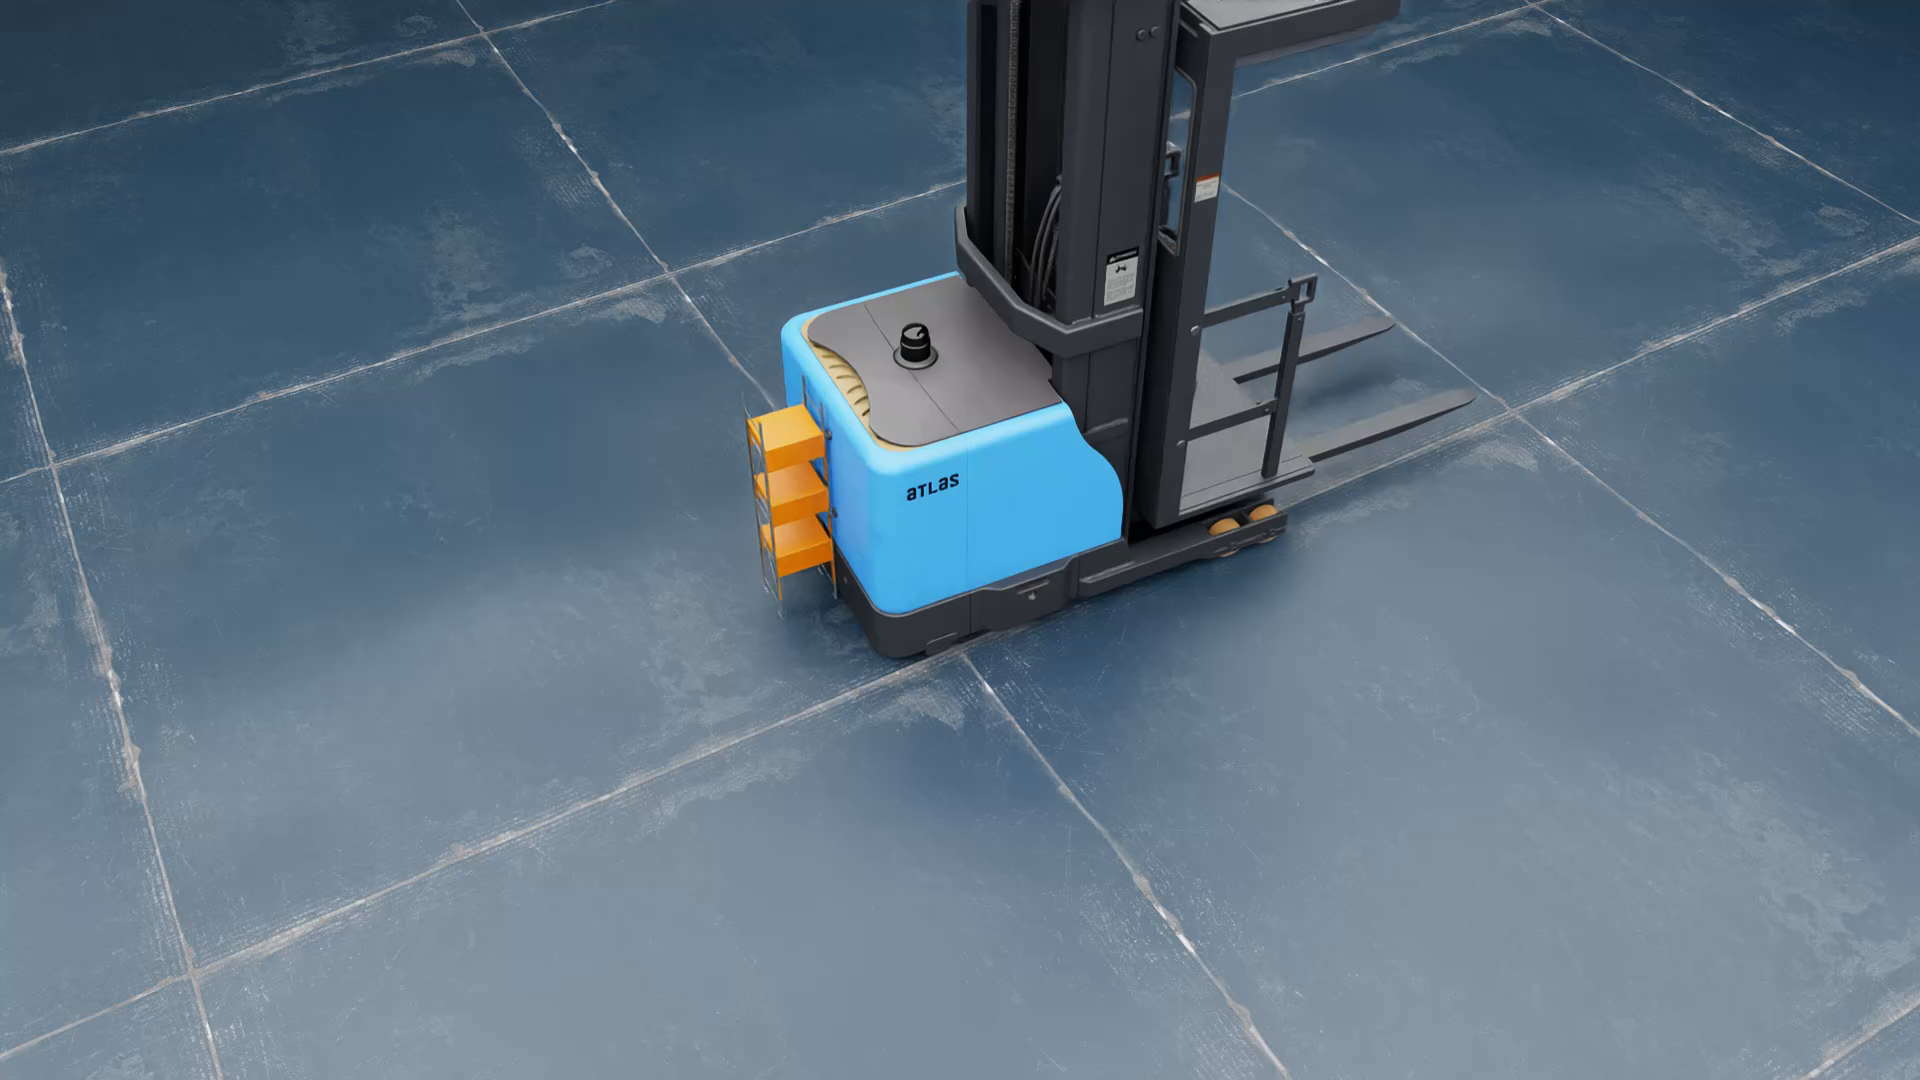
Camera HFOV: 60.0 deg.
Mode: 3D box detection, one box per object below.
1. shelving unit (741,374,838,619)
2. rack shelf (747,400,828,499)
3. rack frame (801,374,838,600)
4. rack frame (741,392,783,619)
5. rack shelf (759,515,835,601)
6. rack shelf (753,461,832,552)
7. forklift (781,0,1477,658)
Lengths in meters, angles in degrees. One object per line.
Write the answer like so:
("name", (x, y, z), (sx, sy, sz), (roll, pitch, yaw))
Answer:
("shelving unit", (-0.666, -0.153, 6.583), (0.252, 1.050, 0.215), (-19, 47, -18))
("rack shelf", (-0.666, -0.349, 6.393), (0.240, 0.259, 0.215), (-19, 47, -18))
("rack frame", (-0.556, -0.190, 6.621), (0.008, 1.050, 0.200), (-19, 47, -18))
("rack frame", (-0.776, -0.116, 6.545), (0.008, 1.050, 0.200), (-19, 47, -18))
("rack shelf", (-0.666, 0.054, 6.784), (0.240, 0.259, 0.215), (-19, 47, -18))
("rack shelf", (-0.666, -0.145, 6.591), (0.240, 0.259, 0.215), (-19, 47, -18))
("forklift", (0.837, -1.294, 6.409), (3.031, 2.935, 1.130), (-19, 47, -18))
